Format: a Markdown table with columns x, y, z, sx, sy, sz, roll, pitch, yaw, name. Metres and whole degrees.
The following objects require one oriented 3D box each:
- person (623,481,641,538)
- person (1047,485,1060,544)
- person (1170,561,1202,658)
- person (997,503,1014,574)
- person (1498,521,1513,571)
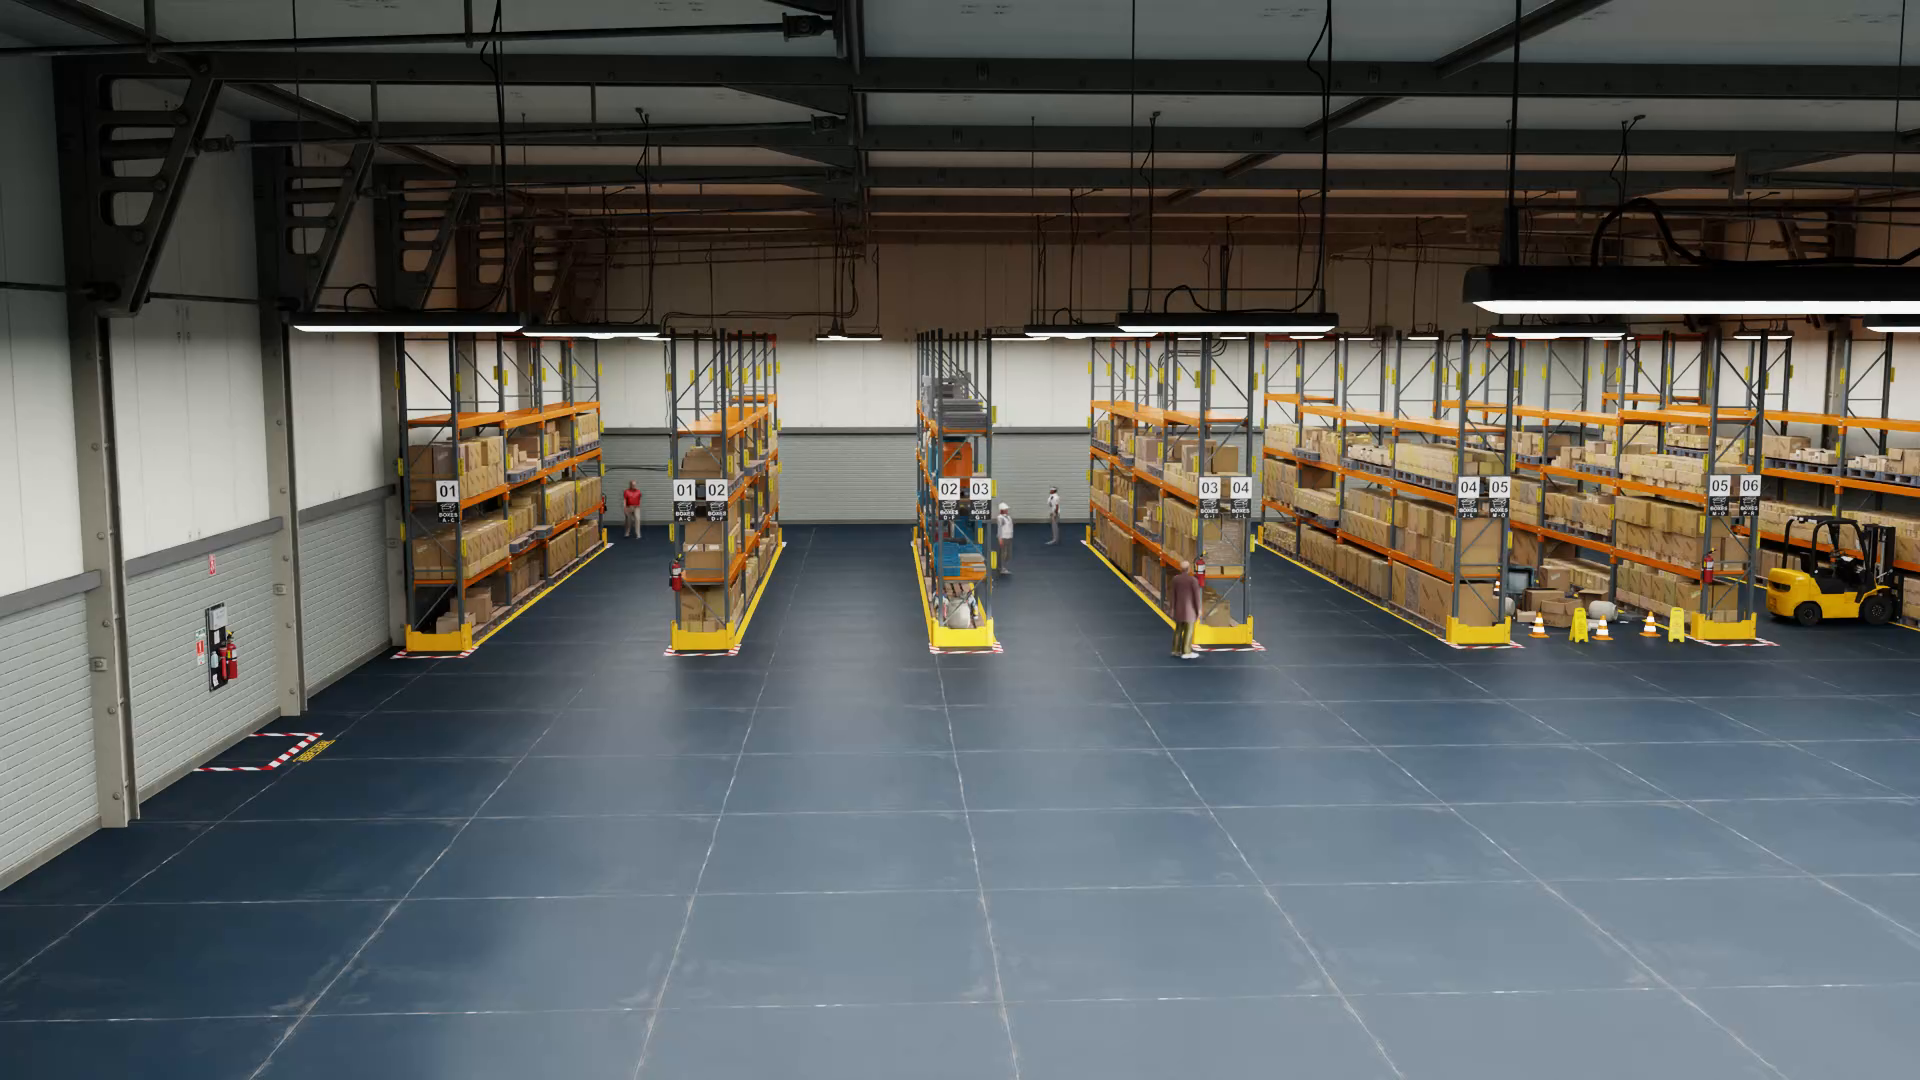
| x | y | z | sx | sy | sz | roll | pitch | yaw | name |
| --- | --- | --- | --- | --- | --- | --- | --- | --- | --- |
| -9.647 | -0.898 | 48.979 | 0.544 | 1.681 | 1.000 | -2 | 7 | -19 | person |
| 2.665 | -0.736 | 47.681 | 0.385 | 1.685 | 0.524 | -2 | 7 | -19 | person |
| 4.169 | 1.286 | 30.407 | 0.653 | 1.831 | 0.434 | 5 | 9 | 38 | person |
| 1.111 | -0.046 | 41.525 | 0.441 | 1.776 | 0.590 | 4 | 8 | 29 | person |
| 12.786 | 0.302 | 39.057 | 0.498 | 1.676 | 0.523 | 6 | 9 | 42 | person |
